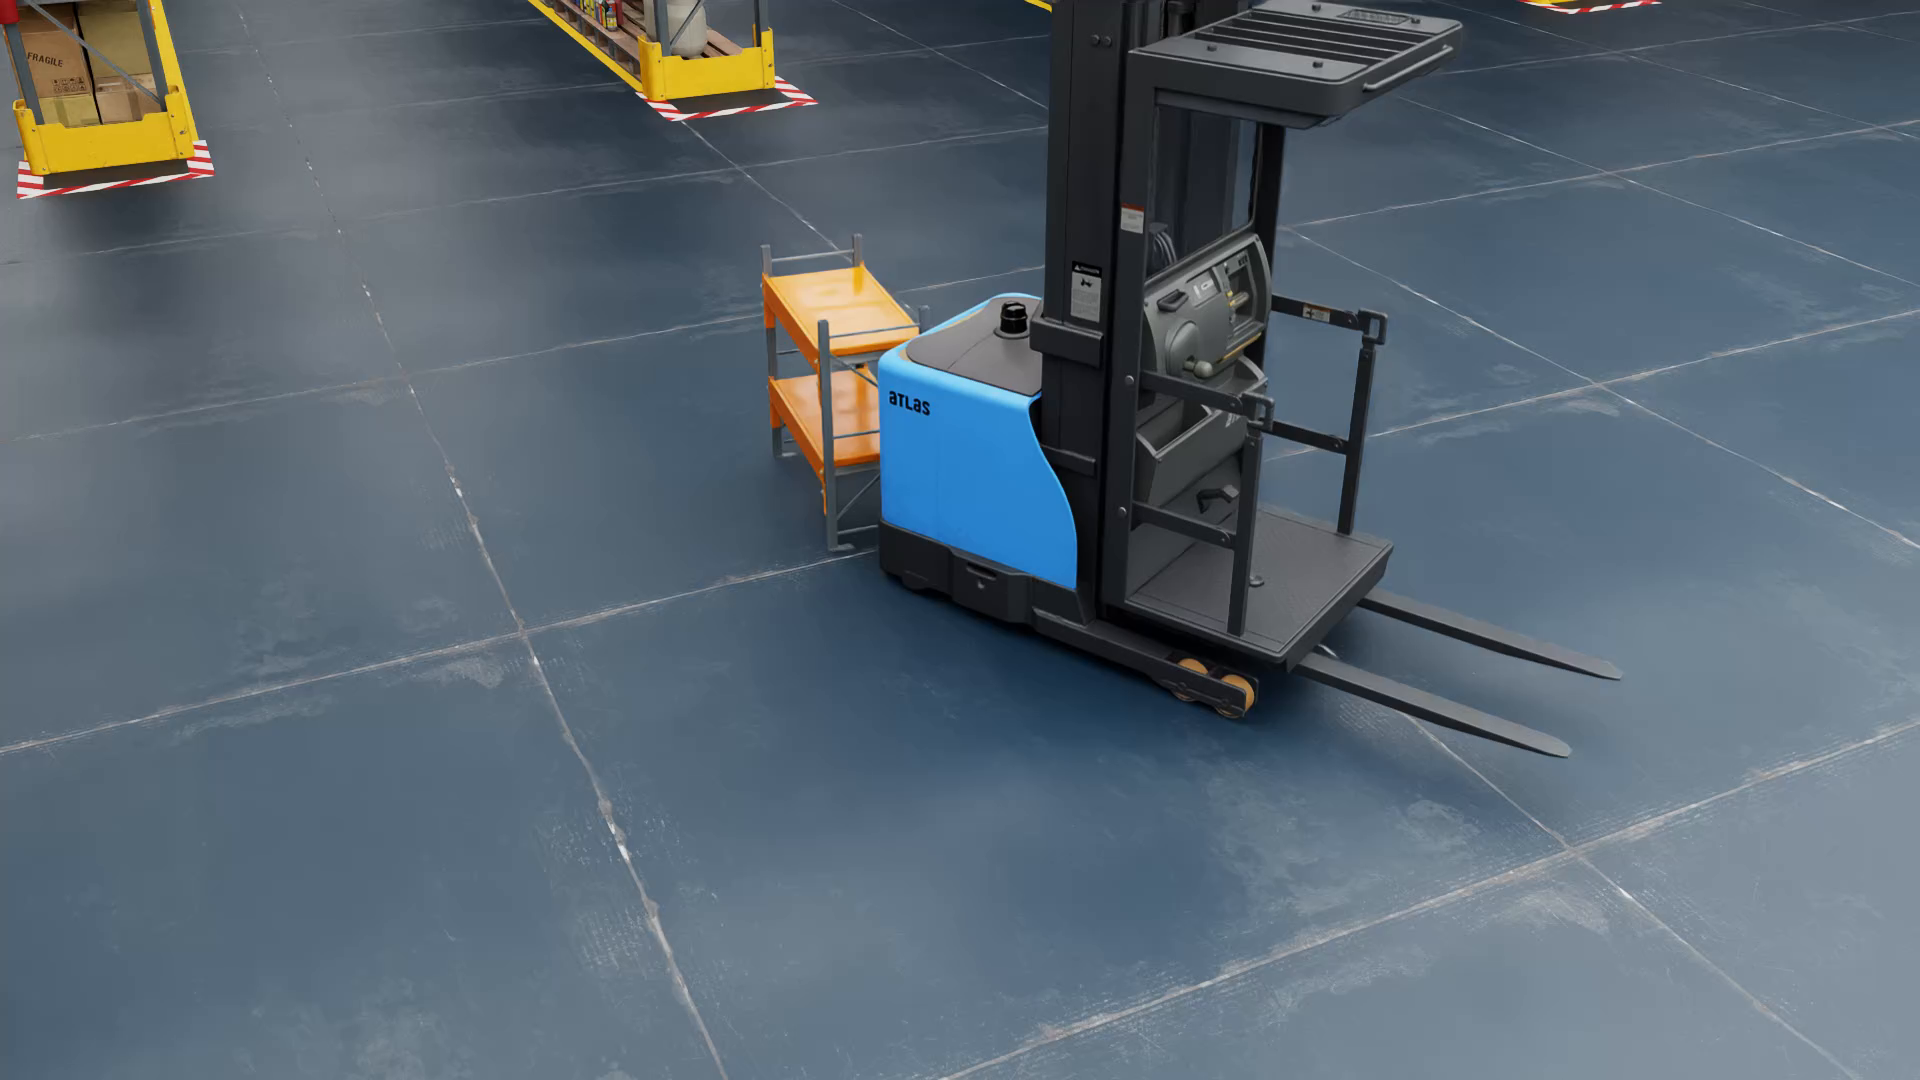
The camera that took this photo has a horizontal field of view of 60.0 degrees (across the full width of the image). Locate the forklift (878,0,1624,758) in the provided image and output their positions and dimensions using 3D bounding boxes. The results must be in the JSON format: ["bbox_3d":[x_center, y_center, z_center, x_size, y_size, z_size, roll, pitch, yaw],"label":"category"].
[{"bbox_3d":[1.131,-0.877,6.318,3.031,2.935,1.130,20,35,31],"label":"forklift"}]

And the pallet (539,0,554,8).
[{"bbox_3d":[-4.270,-6.228,18.641,1.003,0.211,1.213,-13,32,-22],"label":"pallet"}]

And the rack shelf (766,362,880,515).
[{"bbox_3d":[-0.544,-0.507,8.005,0.538,0.278,1.000,-10,31,-17],"label":"rack shelf"}]

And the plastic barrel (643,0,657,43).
[{"bbox_3d":[-2.747,-4.933,15.595,0.421,0.512,0.421,0,29,0],"label":"plastic barrel"}]

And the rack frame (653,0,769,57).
[{"bbox_3d":[-2.181,-5.339,14.204,1.000,3.000,0.127,-13,32,-22],"label":"rack frame"}]

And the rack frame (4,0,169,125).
[{"bbox_3d":[-6.656,-4.300,12.352,1.000,3.000,0.127,-13,32,-22],"label":"rack frame"}]

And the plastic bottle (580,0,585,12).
[{"bbox_3d":[-3.812,-5.504,16.826,0.061,0.283,0.133,-12,31,-20],"label":"plastic bottle"}]

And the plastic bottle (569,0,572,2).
[{"bbox_3d":[-3.993,-5.740,17.254,0.152,0.276,0.135,-12,31,-20],"label":"plastic bottle"}]

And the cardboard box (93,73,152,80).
[{"bbox_3d":[-6.903,-3.788,13.820,0.500,0.250,0.500,-13,32,-22],"label":"cardboard box"}]

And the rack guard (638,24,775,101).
[{"bbox_3d":[-2.256,-4.272,14.858,1.175,0.500,0.348,-13,32,-22],"label":"rack guard"}]

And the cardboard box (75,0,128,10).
[{"bbox_3d":[-7.128,-4.334,14.027,0.500,0.500,0.500,-13,32,-22],"label":"cardboard box"}]

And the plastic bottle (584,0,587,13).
[{"bbox_3d":[-3.745,-5.420,16.760,0.097,0.201,0.097,0,29,0],"label":"plastic bottle"}]

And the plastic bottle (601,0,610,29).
[{"bbox_3d":[-3.432,-5.113,16.129,0.061,0.283,0.133,-12,32,-21],"label":"plastic bottle"}]

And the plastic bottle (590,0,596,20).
[{"bbox_3d":[-3.583,-5.345,16.474,0.144,0.351,0.185,-12,31,-20],"label":"plastic bottle"}]

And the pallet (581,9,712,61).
[{"bbox_3d":[-3.119,-5.044,16.530,1.003,0.211,1.213,-13,32,-22],"label":"pallet"}]

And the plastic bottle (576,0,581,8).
[{"bbox_3d":[-3.845,-5.615,16.955,0.144,0.351,0.185,-15,32,-24],"label":"plastic bottle"}]

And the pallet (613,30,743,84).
[{"bbox_3d":[-2.600,-4.506,15.570,1.003,0.211,1.213,-13,32,-22],"label":"pallet"}]

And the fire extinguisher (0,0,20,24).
[{"bbox_3d":[-7.025,-4.117,12.104,0.296,0.674,0.183,-13,32,-22],"label":"fire extinguisher"}]

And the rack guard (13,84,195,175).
[{"bbox_3d":[-6.645,-3.200,12.945,1.175,0.500,0.348,-13,32,-22],"label":"rack guard"}]

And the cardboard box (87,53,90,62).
[{"bbox_3d":[-7.808,-4.119,14.411,0.500,0.250,0.500,-13,32,-22],"label":"cardboard box"}]

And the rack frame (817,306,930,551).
[{"bbox_3d":[-0.372,-0.487,7.468,0.500,1.125,0.032,-10,31,-17],"label":"rack frame"}]

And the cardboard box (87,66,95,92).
[{"bbox_3d":[-7.378,-3.677,13.623,0.500,0.250,0.500,-13,32,-22],"label":"cardboard box"}]

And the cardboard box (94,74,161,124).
[{"bbox_3d":[-6.685,-3.568,13.428,0.500,0.250,0.500,-13,32,-22],"label":"cardboard box"}]

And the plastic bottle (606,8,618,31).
[{"bbox_3d":[-3.365,-5.029,16.064,0.097,0.201,0.097,0,29,0],"label":"plastic bottle"}]

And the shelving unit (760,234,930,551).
[{"bbox_3d":[-0.544,-0.721,7.885,0.538,1.125,1.048,-10,31,-17],"label":"shelving unit"}]

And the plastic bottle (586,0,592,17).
[{"bbox_3d":[-3.662,-5.427,16.621,0.144,0.351,0.185,-13,32,-22],"label":"plastic bottle"}]

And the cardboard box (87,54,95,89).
[{"bbox_3d":[-7.595,-3.898,14.016,0.500,0.250,0.500,-13,32,-22],"label":"cardboard box"}]

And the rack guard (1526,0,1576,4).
[{"bbox_3d":[6.826,-6.275,18.429,1.175,0.500,0.348,-13,32,-22],"label":"rack guard"}]

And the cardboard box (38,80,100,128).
[{"bbox_3d":[-7.153,-3.459,13.234,0.500,0.250,0.500,-13,32,-22],"label":"cardboard box"}]

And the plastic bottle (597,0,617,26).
[{"bbox_3d":[-3.448,-5.179,16.254,0.152,0.276,0.135,-13,32,-22],"label":"plastic bottle"}]

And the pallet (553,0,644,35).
[{"bbox_3d":[-3.647,-5.584,17.492,1.003,0.211,1.213,-13,32,-22],"label":"pallet"}]

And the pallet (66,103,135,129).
[{"bbox_3d":[-7.022,-3.413,13.621,1.003,0.211,1.213,-13,32,-22],"label":"pallet"}]

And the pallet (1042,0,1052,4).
[{"bbox_3d":[1.424,-6.101,18.414,1.003,0.211,1.213,-13,32,-22],"label":"pallet"}]

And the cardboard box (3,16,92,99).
[{"bbox_3d":[-7.155,-3.786,13.050,0.500,0.500,0.500,-13,32,-22],"label":"cardboard box"}]

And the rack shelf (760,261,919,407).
[{"bbox_3d":[-0.544,-0.976,7.742,0.538,0.278,1.000,-10,31,-17],"label":"rack shelf"}]

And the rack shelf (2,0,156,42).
[{"bbox_3d":[-7.514,-4.870,14.104,1.077,0.370,4.000,-13,32,-22],"label":"rack shelf"}]

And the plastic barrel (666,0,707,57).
[{"bbox_3d":[-2.532,-4.712,15.200,0.421,0.512,0.421,0,29,0],"label":"plastic barrel"}]

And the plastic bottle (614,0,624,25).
[{"bbox_3d":[-3.352,-5.205,16.293,0.061,0.283,0.133,-13,32,-22],"label":"plastic bottle"}]

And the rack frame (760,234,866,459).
[{"bbox_3d":[-0.716,-0.955,8.302,0.500,1.125,0.032,-10,31,-17],"label":"rack frame"}]

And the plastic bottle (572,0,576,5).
[{"bbox_3d":[-3.926,-5.699,17.104,0.144,0.351,0.185,-12,32,-21],"label":"plastic bottle"}]

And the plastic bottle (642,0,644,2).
[{"bbox_3d":[-3.221,-5.629,17.048,0.061,0.283,0.133,-13,32,-22],"label":"plastic bottle"}]

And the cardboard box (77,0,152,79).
[{"bbox_3d":[-6.901,-4.115,13.638,0.500,0.500,0.500,-13,32,-22],"label":"cardboard box"}]

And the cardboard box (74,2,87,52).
[{"bbox_3d":[-7.811,-4.446,14.226,0.500,0.500,0.500,-13,32,-22],"label":"cardboard box"}]

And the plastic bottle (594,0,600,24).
[{"bbox_3d":[-3.508,-5.240,16.363,0.152,0.276,0.135,-14,32,-23],"label":"plastic bottle"}]

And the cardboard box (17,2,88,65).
[{"bbox_3d":[-7.597,-4.224,13.832,0.500,0.500,0.500,-13,32,-22],"label":"cardboard box"}]
